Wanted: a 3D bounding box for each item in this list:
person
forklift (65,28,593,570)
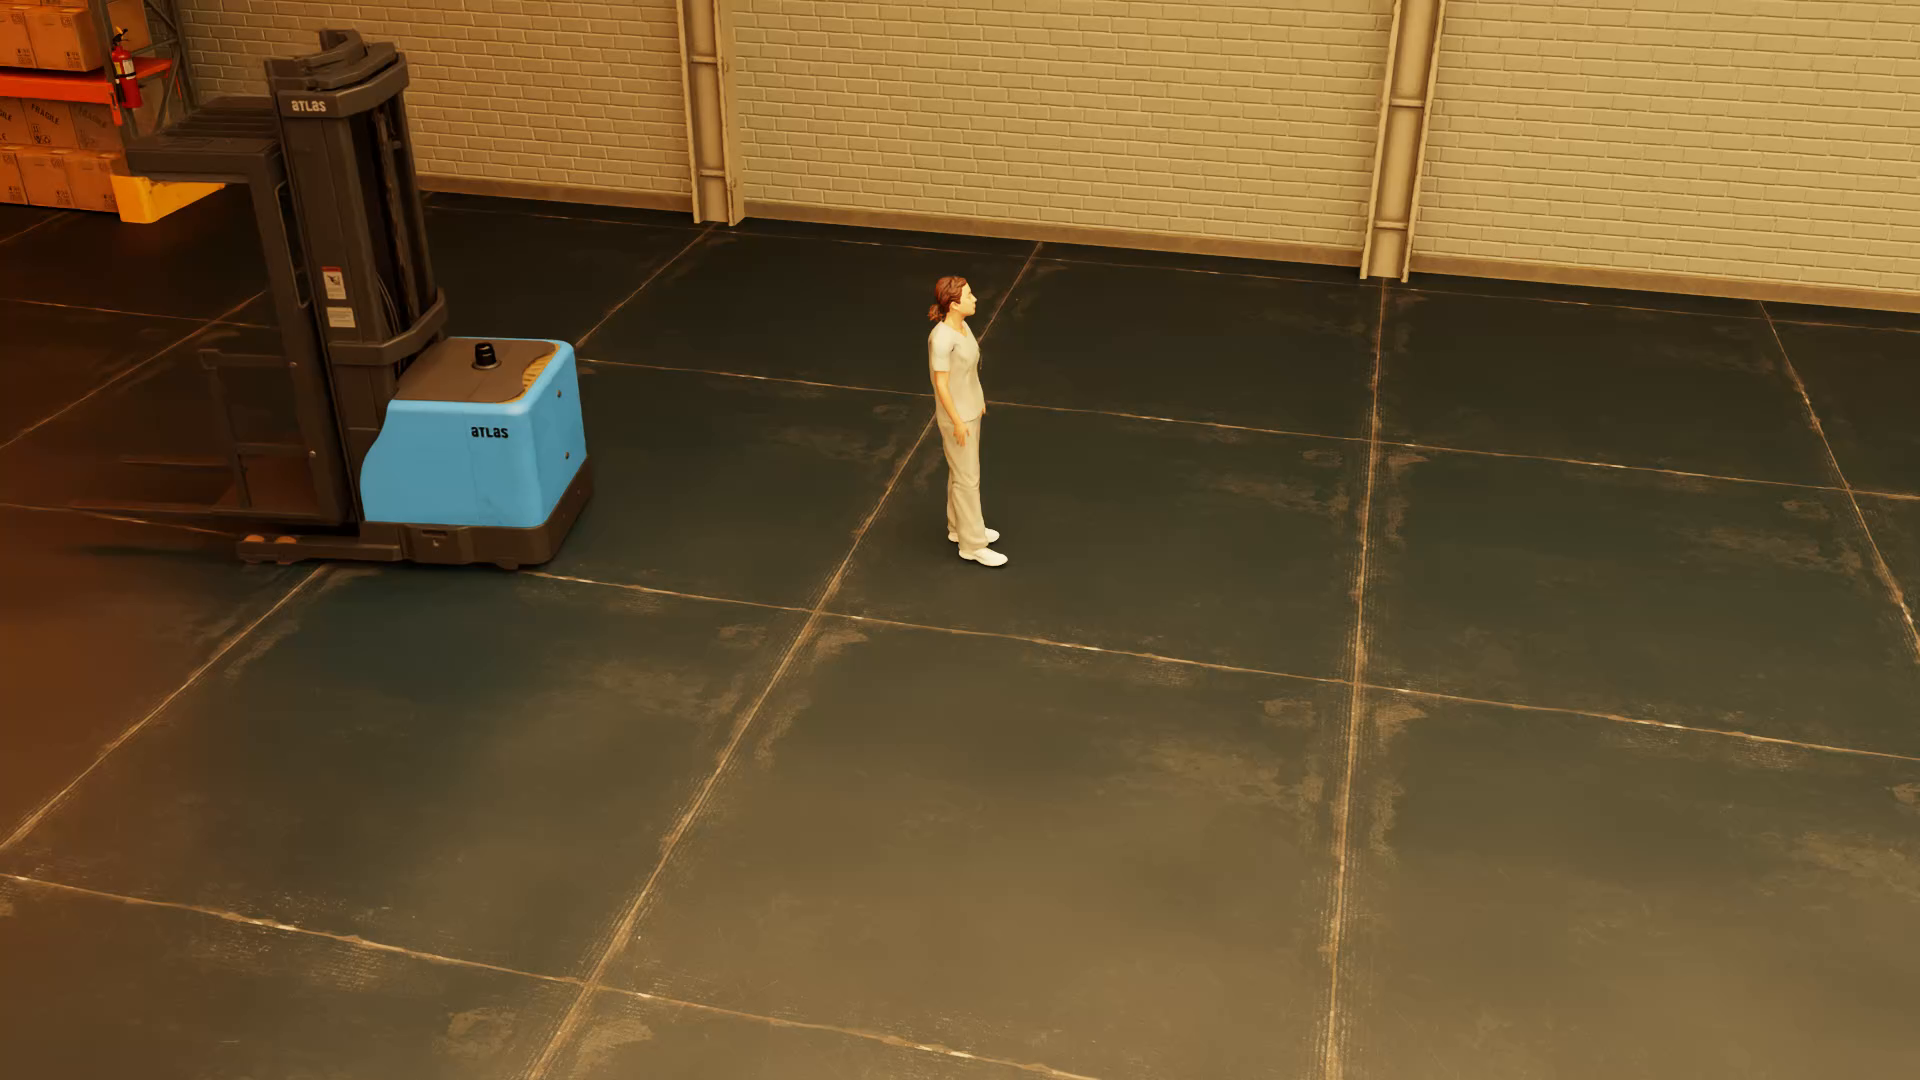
[{"bbox_3d":[0.068,-0.720,9.700,0.549,1.675,0.549,7,30,12],"label":"person"},{"bbox_3d":[-3.876,-1.385,9.614,3.031,2.935,1.130,2,30,4],"label":"forklift"}]
